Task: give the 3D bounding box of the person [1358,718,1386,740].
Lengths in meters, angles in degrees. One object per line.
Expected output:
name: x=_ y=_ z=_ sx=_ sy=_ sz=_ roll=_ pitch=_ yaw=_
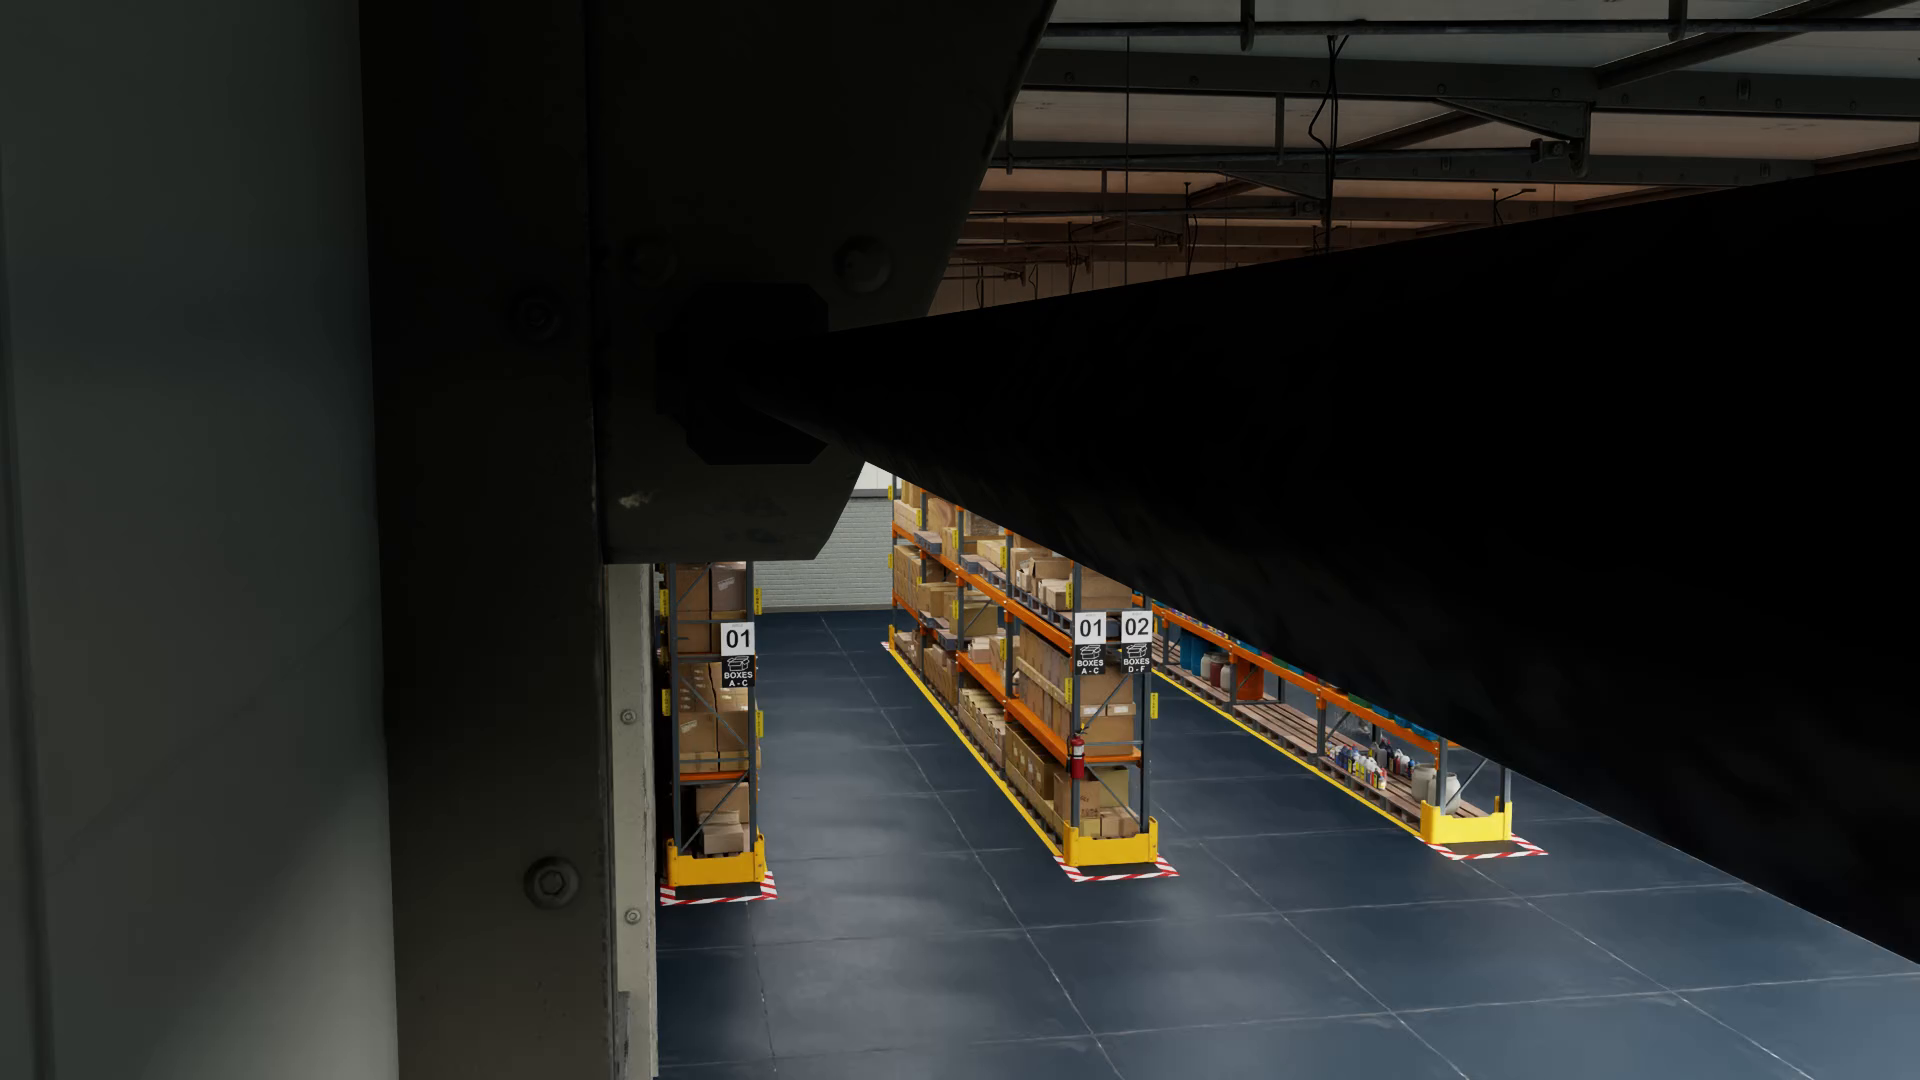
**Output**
person: x=6.920 y=2.536 z=27.798 sx=0.436 sy=1.546 sz=0.947 roll=-2 pitch=6 yaw=-17
